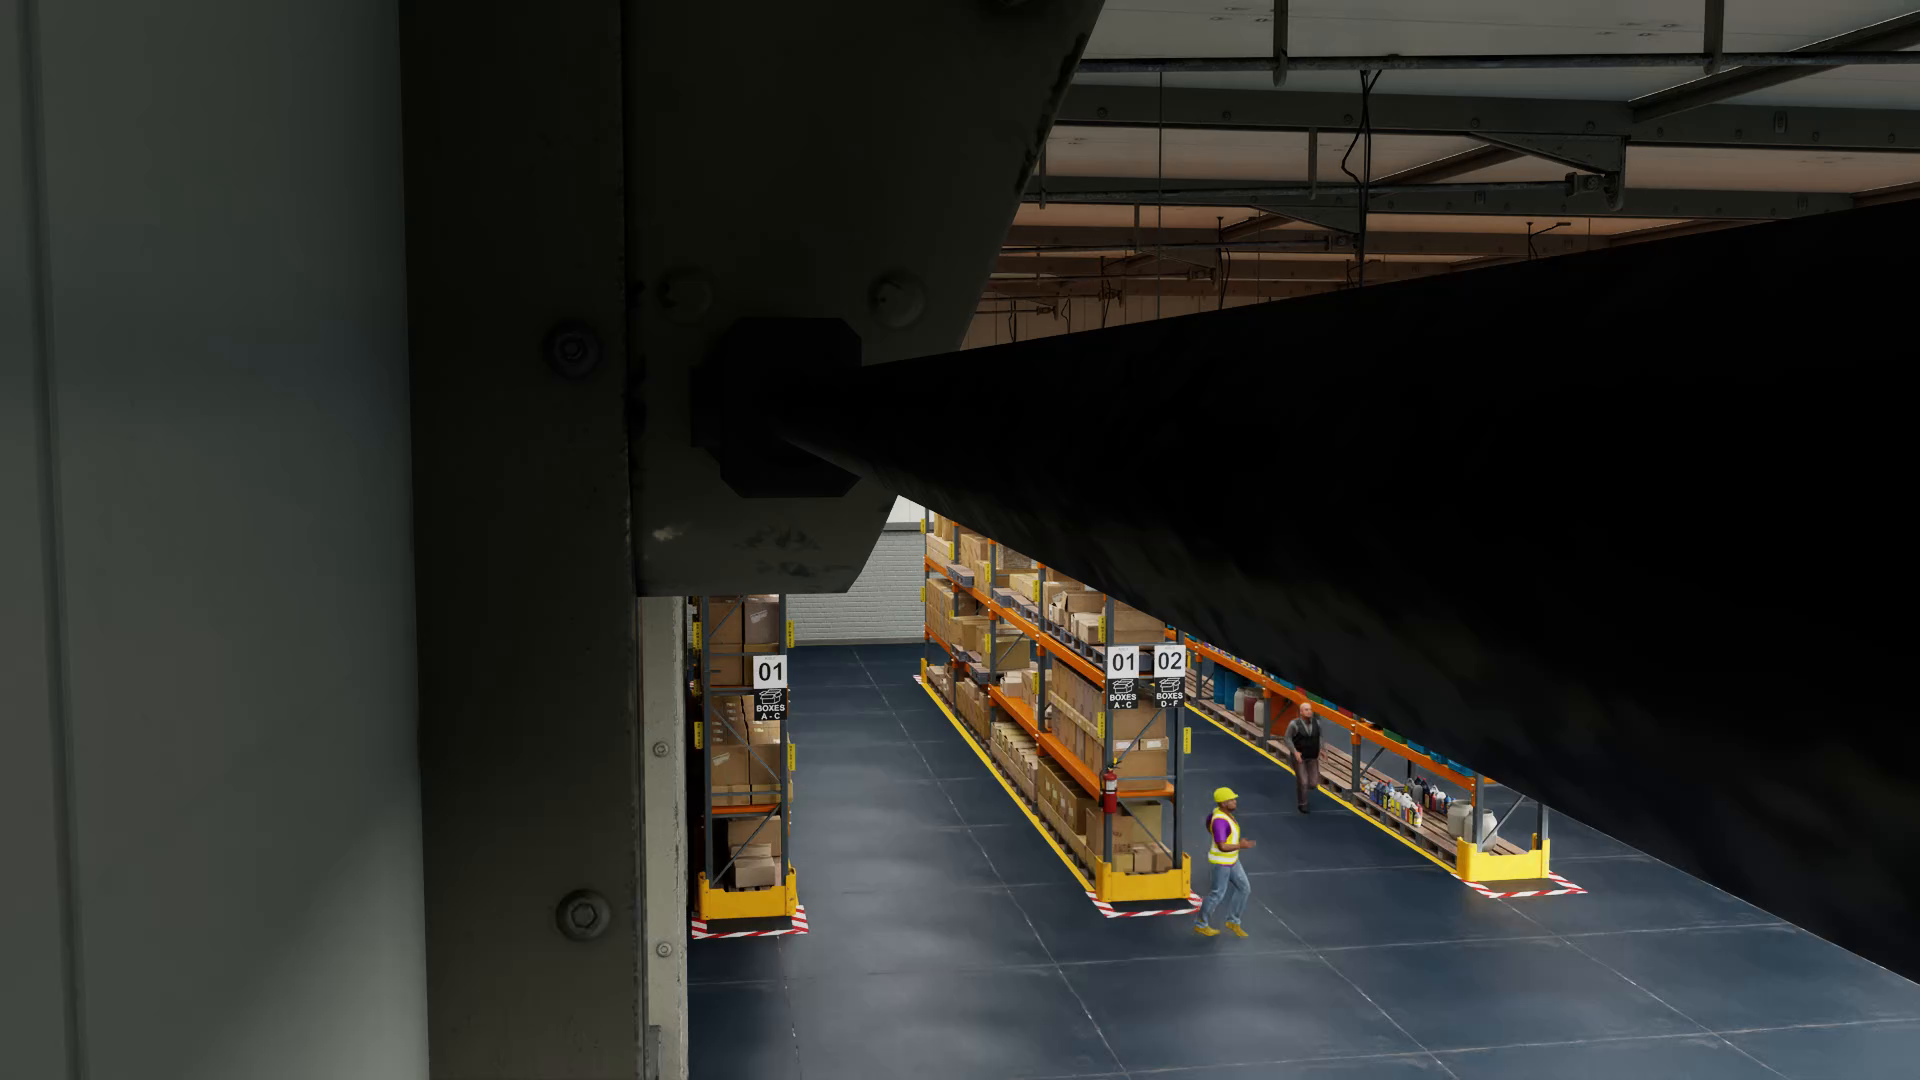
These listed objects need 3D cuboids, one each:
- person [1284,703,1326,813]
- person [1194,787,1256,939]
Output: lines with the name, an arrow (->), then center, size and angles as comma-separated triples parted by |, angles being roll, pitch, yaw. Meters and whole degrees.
person -> 5.214, 3.286, 25.255 | 0.643, 1.673, 0.618 | -1, 5, -12
person -> 3.083, 3.758, 19.274 | 0.722, 1.809, 0.705 | 2, 5, 22
